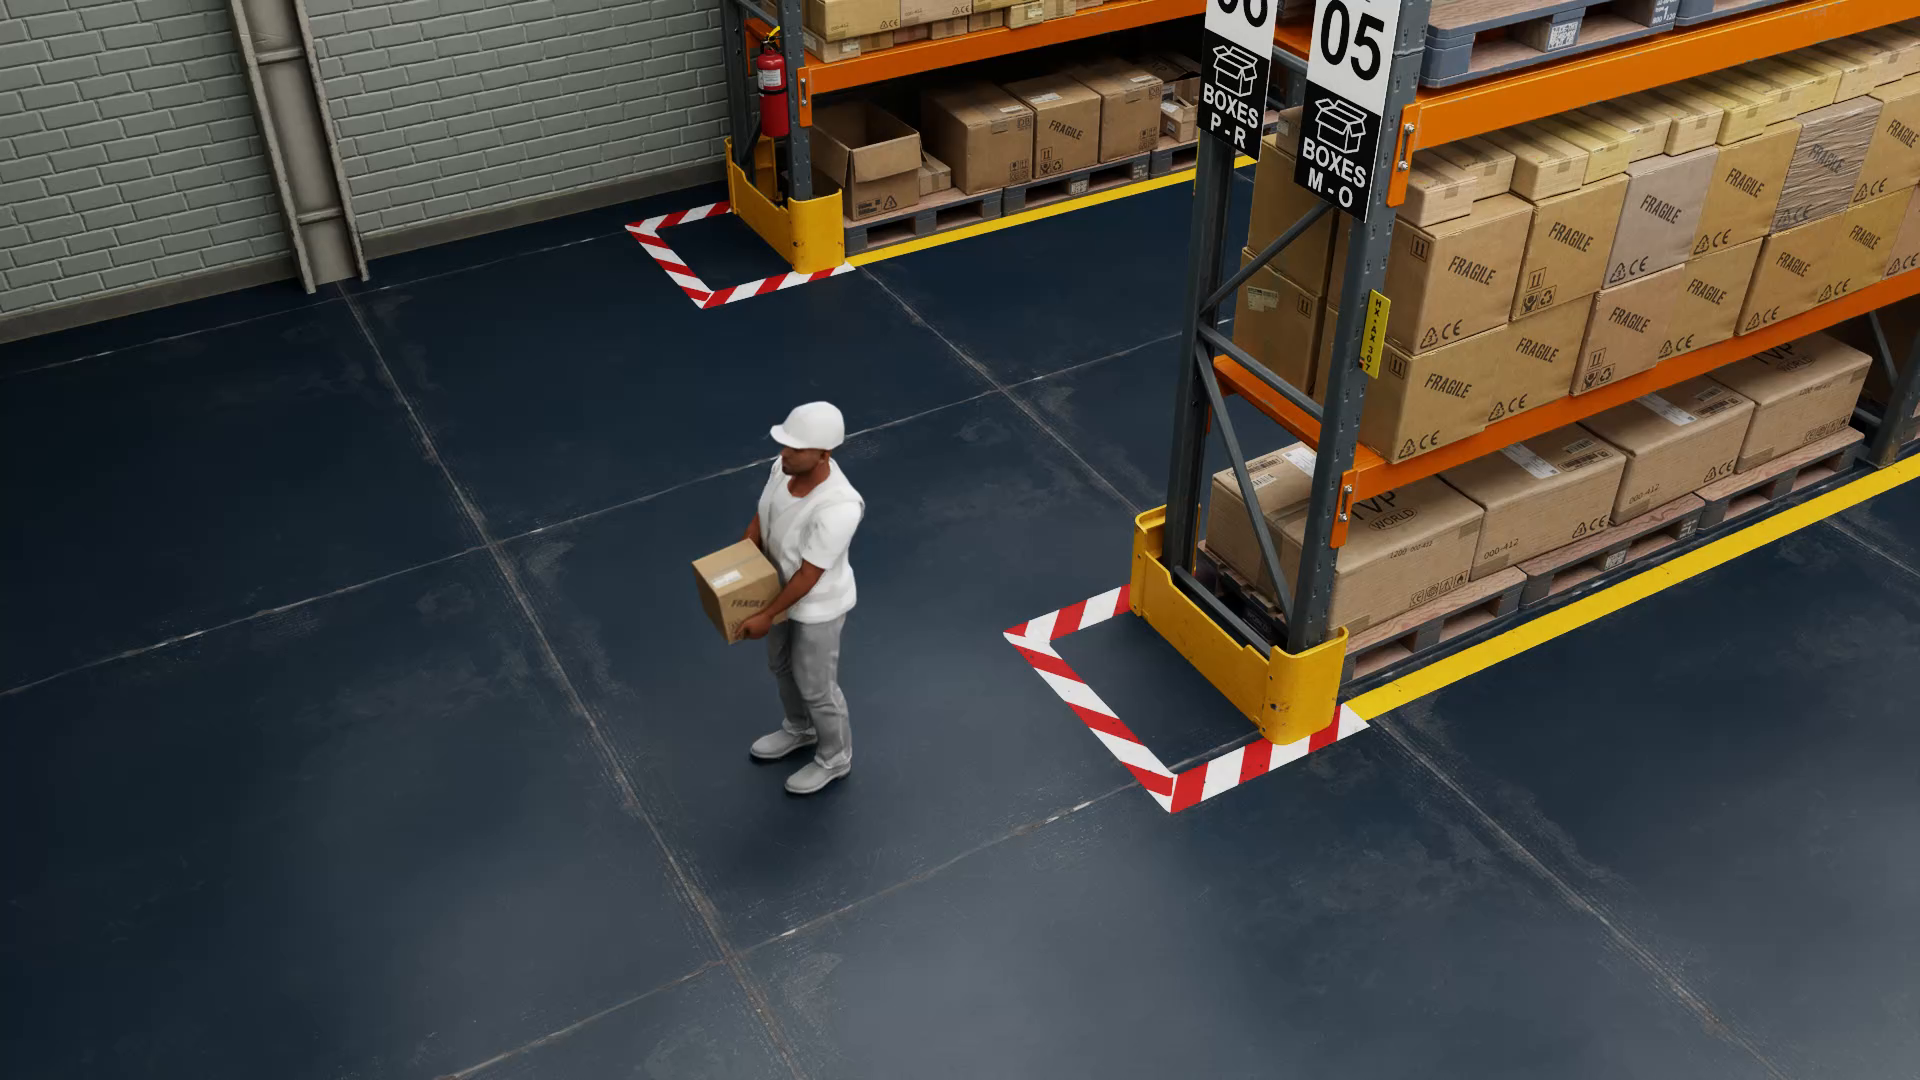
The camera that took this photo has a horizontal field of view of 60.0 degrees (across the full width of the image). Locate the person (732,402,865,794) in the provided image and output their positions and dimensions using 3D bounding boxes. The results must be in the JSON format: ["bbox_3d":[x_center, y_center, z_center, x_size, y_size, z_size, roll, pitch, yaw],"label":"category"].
[{"bbox_3d":[-0.684,0.256,6.564,0.575,1.767,0.510,-19,41,-24],"label":"person"}]
